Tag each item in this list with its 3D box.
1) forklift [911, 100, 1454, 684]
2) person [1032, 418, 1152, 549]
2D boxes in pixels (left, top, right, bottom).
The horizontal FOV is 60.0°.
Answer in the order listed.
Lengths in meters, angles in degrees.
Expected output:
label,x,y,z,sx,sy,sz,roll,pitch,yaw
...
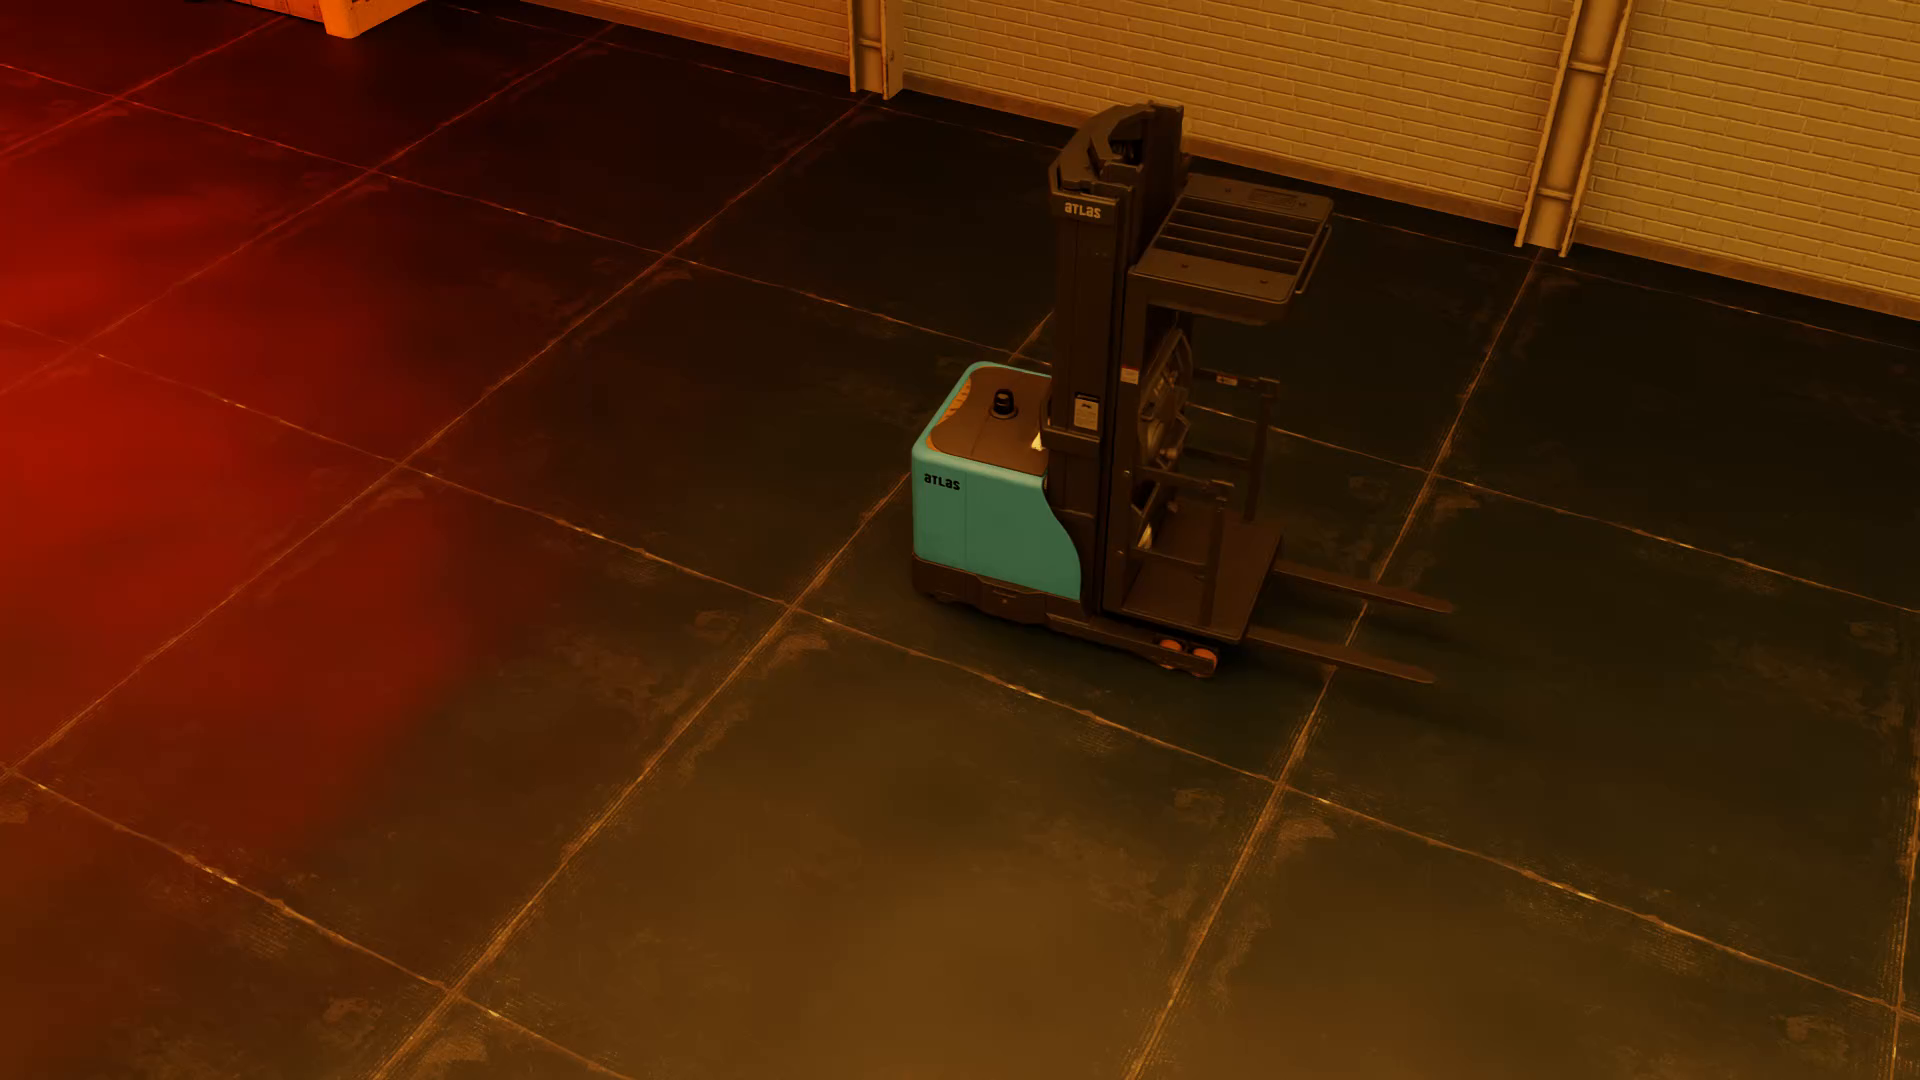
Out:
label,x,y,z,sx,sy,sz,roll,pitch,yaw
forklift,1.283,-0.738,8.863,3.031,2.935,1.130,14,42,17
person,0.823,-0.308,9.385,0.835,1.619,0.580,-15,43,-18
